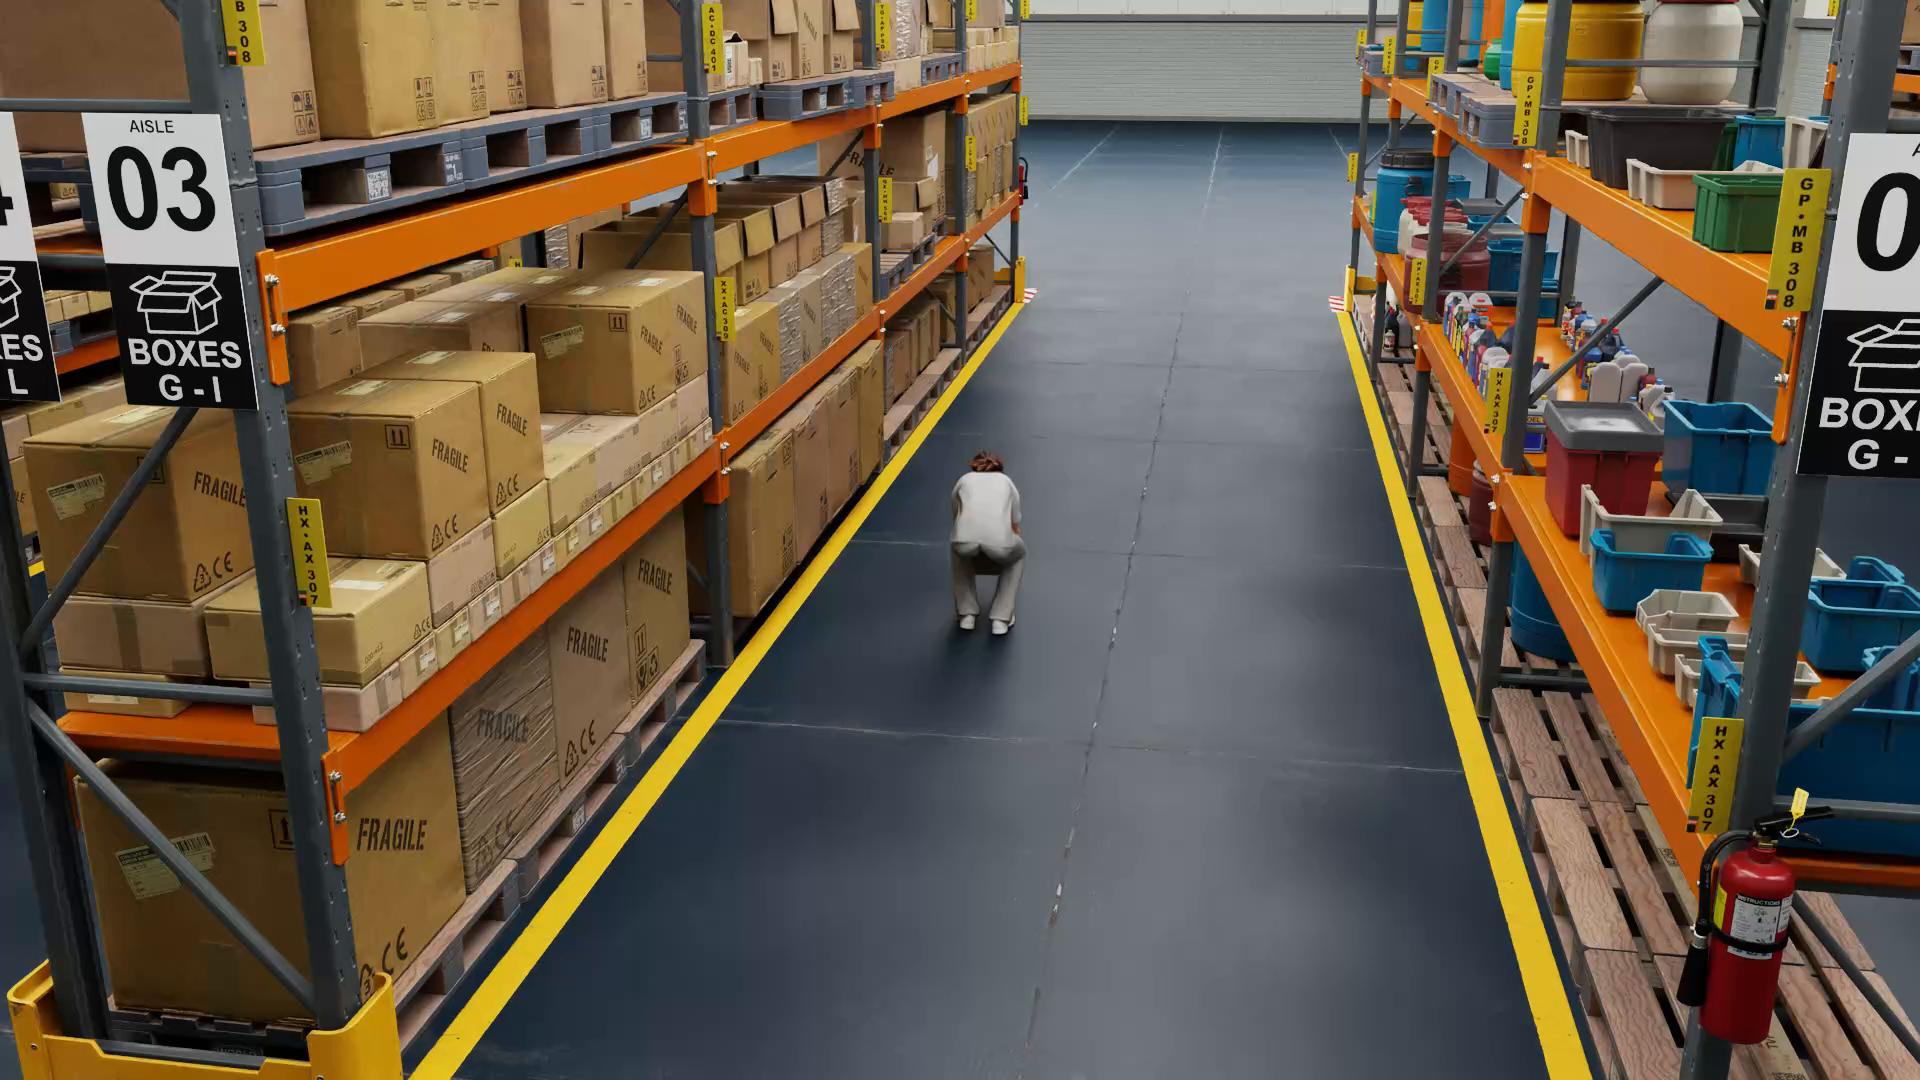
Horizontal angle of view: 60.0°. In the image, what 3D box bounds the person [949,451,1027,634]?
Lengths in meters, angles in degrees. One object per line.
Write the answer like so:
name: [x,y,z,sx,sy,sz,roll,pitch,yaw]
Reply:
person: [0.156,0.019,9.705,0.459,0.933,0.841,2,18,7]
